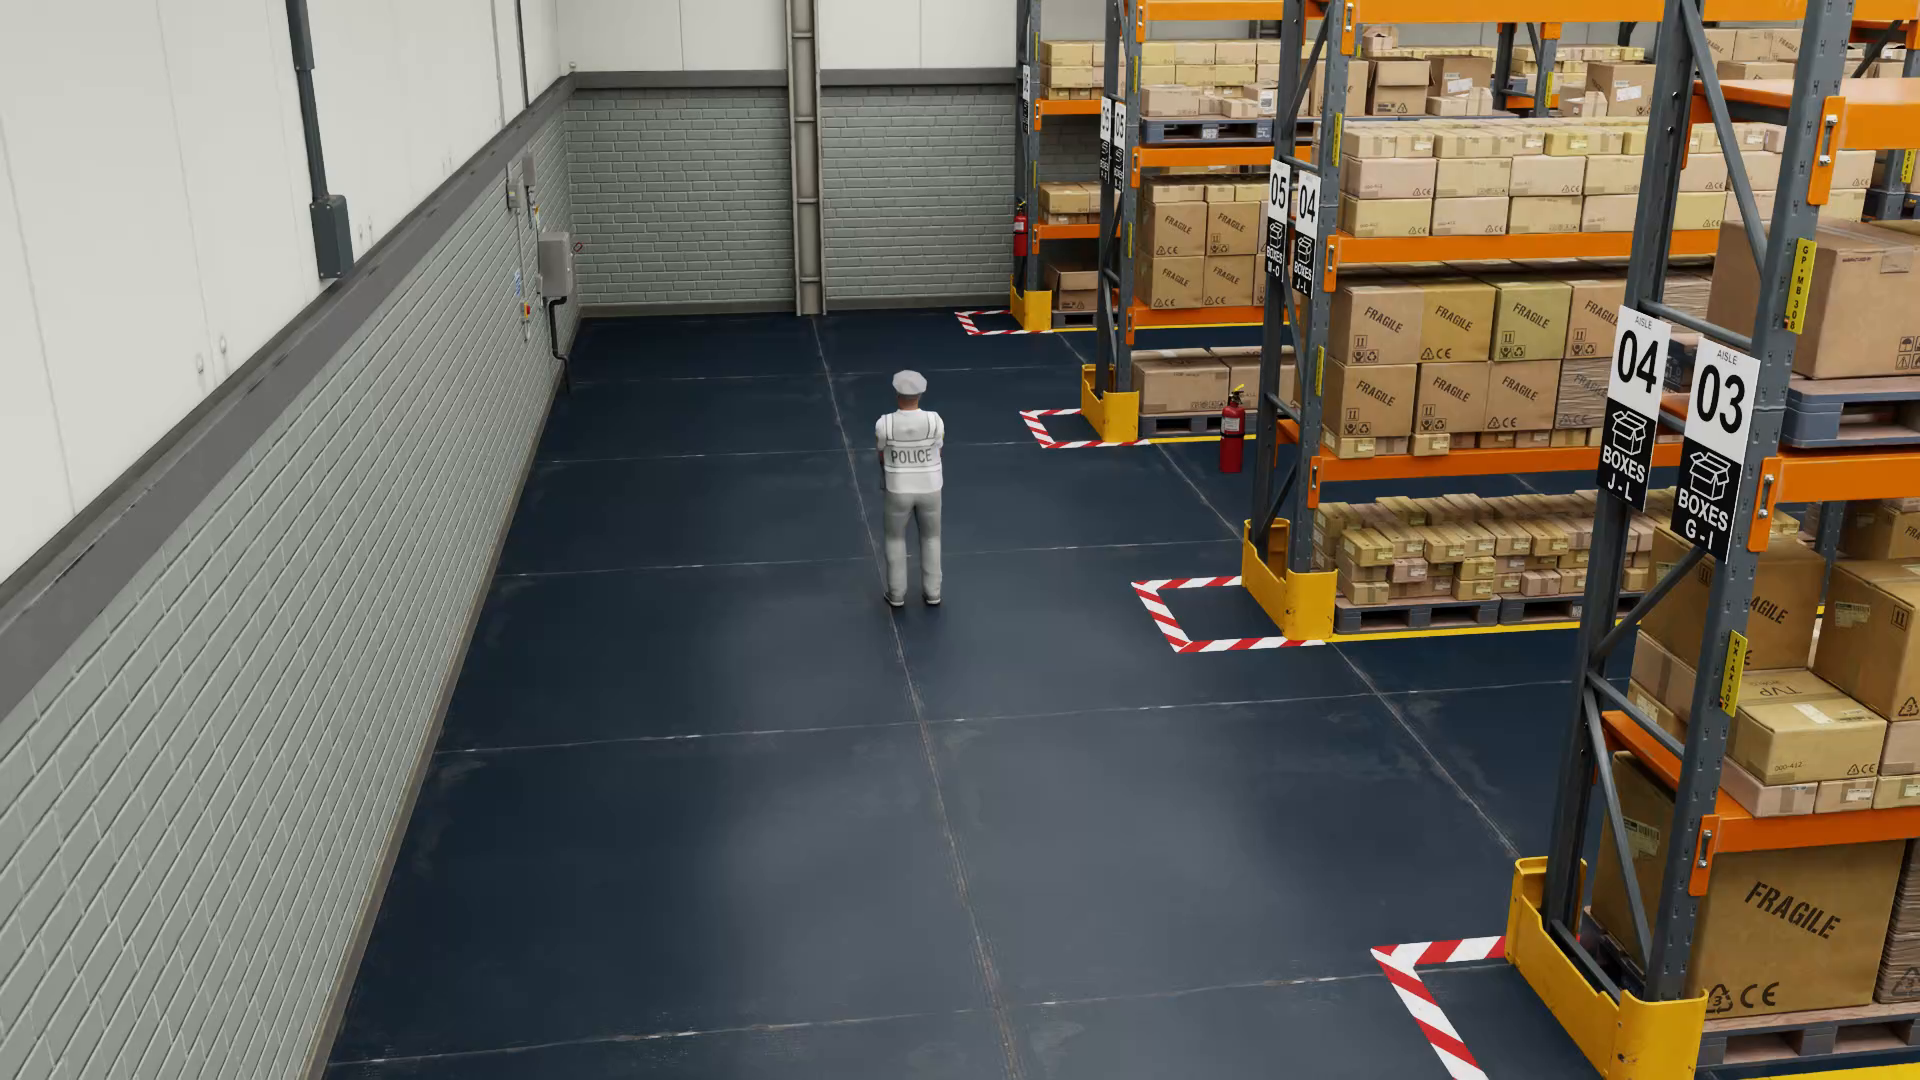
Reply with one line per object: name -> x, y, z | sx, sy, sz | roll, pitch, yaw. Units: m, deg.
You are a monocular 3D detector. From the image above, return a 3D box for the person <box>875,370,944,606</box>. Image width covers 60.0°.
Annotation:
person -> -0.374, -0.402, 12.144 | 0.494, 1.768, 0.572 | -3, 20, -8
